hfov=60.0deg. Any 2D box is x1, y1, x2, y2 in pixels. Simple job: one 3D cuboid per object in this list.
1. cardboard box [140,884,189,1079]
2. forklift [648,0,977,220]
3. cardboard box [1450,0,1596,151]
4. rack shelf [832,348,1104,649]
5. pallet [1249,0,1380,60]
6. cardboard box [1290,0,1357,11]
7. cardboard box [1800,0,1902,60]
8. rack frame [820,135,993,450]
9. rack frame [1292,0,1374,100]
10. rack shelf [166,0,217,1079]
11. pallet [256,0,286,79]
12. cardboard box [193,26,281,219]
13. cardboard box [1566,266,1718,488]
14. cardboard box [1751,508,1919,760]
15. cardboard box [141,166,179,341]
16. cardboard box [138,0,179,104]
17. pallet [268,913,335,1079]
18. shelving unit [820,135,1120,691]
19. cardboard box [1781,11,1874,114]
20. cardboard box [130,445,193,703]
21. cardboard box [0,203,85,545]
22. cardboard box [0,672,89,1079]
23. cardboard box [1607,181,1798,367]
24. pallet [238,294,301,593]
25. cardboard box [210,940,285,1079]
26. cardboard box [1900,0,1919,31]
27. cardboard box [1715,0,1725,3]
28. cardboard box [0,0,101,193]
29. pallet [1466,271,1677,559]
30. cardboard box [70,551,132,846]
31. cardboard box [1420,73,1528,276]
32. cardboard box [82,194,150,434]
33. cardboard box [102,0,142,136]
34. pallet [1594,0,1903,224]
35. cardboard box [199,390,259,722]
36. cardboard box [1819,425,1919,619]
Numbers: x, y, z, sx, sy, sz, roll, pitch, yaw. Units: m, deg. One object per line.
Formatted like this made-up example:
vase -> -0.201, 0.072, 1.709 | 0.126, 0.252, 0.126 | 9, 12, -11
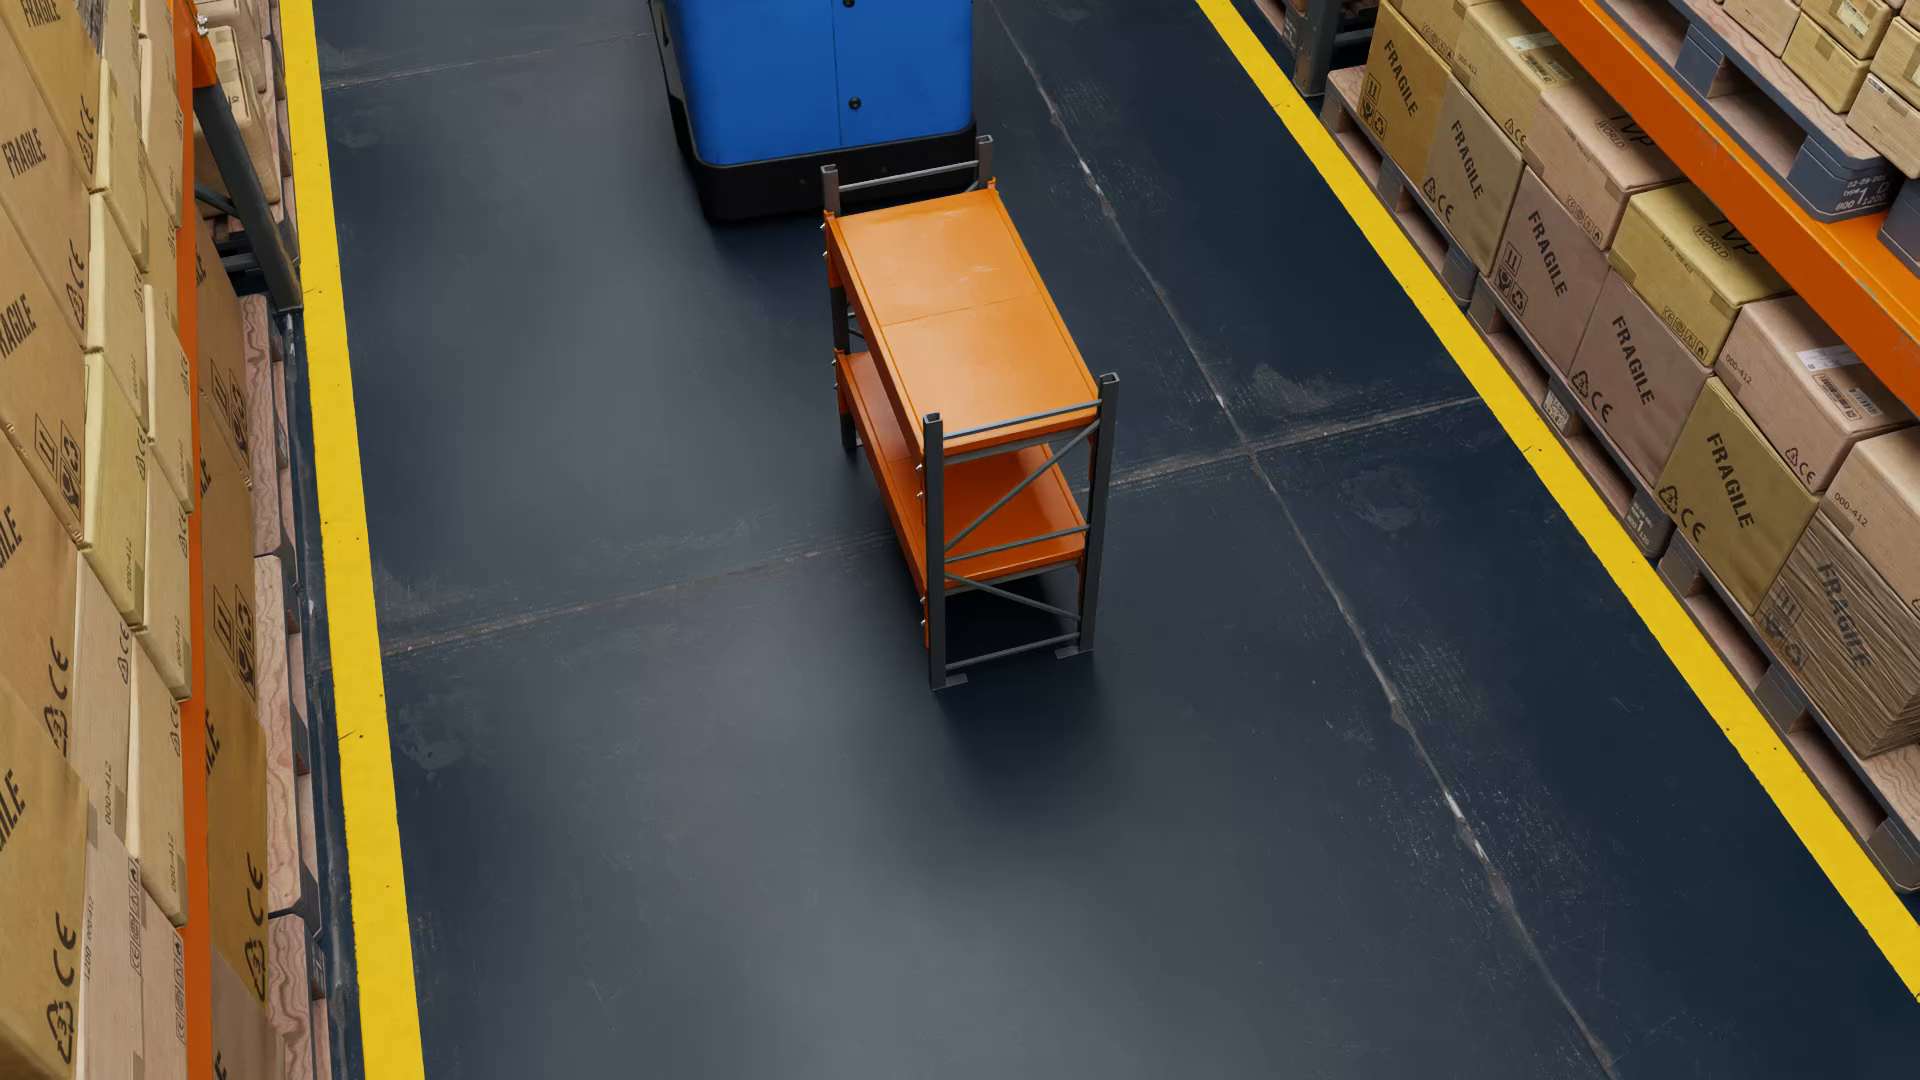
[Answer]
cardboard box -> -1.535, 0.868, 2.654 | 0.500, 0.250, 0.500 | -14, 51, -12
forklift -> -0.781, -3.282, 6.100 | 1.130, 2.935, 3.031 | -10, 51, -9
cardboard box -> 1.982, -1.556, 5.470 | 0.500, 0.250, 0.500 | -14, 51, -11
rack shelf -> 0.002, -0.200, 5.003 | 0.538, 0.278, 1.000 | -13, 51, -11
pallet -> 1.698, -2.607, 7.310 | 1.003, 0.211, 1.213 | -13, 51, -11
cardboard box -> 1.765, -2.789, 6.836 | 1.050, 0.750, 0.750 | -14, 51, -11
cardboard box -> 2.342, -1.350, 4.121 | 0.380, 0.149, 0.250 | -13, 51, -11
rack frame -> -0.148, -0.729, 5.129 | 0.500, 1.125, 0.032 | -13, 51, -11
rack frame -> 1.859, -2.913, 5.744 | 1.000, 3.000, 0.127 | -13, 51, -11
rack shelf -> -2.248, -0.028, 3.782 | 1.077, 0.370, 4.000 | -13, 51, -11
pallet -> -3.427, -2.282, 7.036 | 1.003, 0.211, 1.213 | -13, 51, -11
cardboard box -> -2.997, -1.424, 5.932 | 0.950, 0.372, 0.625 | -16, 52, -13
cardboard box -> 2.283, -0.556, 5.117 | 0.500, 0.500, 0.500 | -14, 51, -12
cardboard box -> 2.582, 0.195, 4.484 | 0.500, 0.500, 0.500 | -14, 51, -12
cardboard box -> -2.143, -0.620, 3.909 | 0.500, 0.250, 0.500 | -14, 51, -11
cardboard box -> -2.442, -1.361, 4.534 | 0.500, 0.250, 0.500 | -15, 51, -12
pallet -> -1.957, 1.553, 3.802 | 1.003, 0.211, 1.213 | -13, 51, -11
shelving unit -> 0.002, -0.358, 4.816 | 0.538, 1.125, 1.048 | -13, 51, -11
cardboard box -> 2.347, -1.242, 4.225 | 0.380, 0.149, 0.250 | -11, 51, -9
cardboard box -> -1.826, 0.113, 3.291 | 0.500, 0.250, 0.500 | -14, 51, -11
cardboard box -> -1.835, -0.272, 2.798 | 0.500, 0.500, 0.500 | -14, 51, -12
cardboard box -> -1.512, 0.460, 2.181 | 0.500, 0.500, 0.500 | -13, 51, -11
cardboard box -> 2.271, -0.811, 4.842 | 0.500, 0.250, 0.500 | -15, 52, -13
pallet -> -2.679, -0.229, 5.305 | 1.003, 0.211, 1.213 | -13, 51, -11
cardboard box -> -1.917, 1.316, 3.294 | 0.875, 0.875, 0.875 | -12, 51, -10
cardboard box -> 2.435, -1.244, 3.838 | 0.380, 0.149, 0.250 | -15, 51, -12
cardboard box -> 2.192, -1.627, 4.550 | 0.380, 0.149, 0.250 | -13, 51, -10
cardboard box -> -2.137, -1.019, 3.428 | 0.500, 0.500, 0.500 | -13, 51, -11
pallet -> 2.446, -0.554, 5.579 | 1.003, 0.211, 1.213 | -13, 51, -11
cardboard box -> -1.699, 0.329, 2.782 | 0.500, 0.250, 0.500 | -13, 51, -10
cardboard box -> 1.976, -1.302, 5.746 | 0.500, 0.500, 0.500 | -13, 51, -11
cardboard box -> -1.974, -0.415, 3.409 | 0.500, 0.250, 0.500 | -15, 51, -12
cardboard box -> -2.299, -1.163, 4.040 | 0.500, 0.250, 0.500 | -14, 51, -12
pallet -> 2.483, -1.415, 4.606 | 1.003, 0.211, 1.213 | -13, 51, -11
cardboard box -> -2.455, 0.005, 4.399 | 0.875, 0.875, 0.875 | -13, 51, -11
cardboard box -> 2.580, -0.050, 4.200 | 0.500, 0.250, 0.500 | -15, 51, -12
